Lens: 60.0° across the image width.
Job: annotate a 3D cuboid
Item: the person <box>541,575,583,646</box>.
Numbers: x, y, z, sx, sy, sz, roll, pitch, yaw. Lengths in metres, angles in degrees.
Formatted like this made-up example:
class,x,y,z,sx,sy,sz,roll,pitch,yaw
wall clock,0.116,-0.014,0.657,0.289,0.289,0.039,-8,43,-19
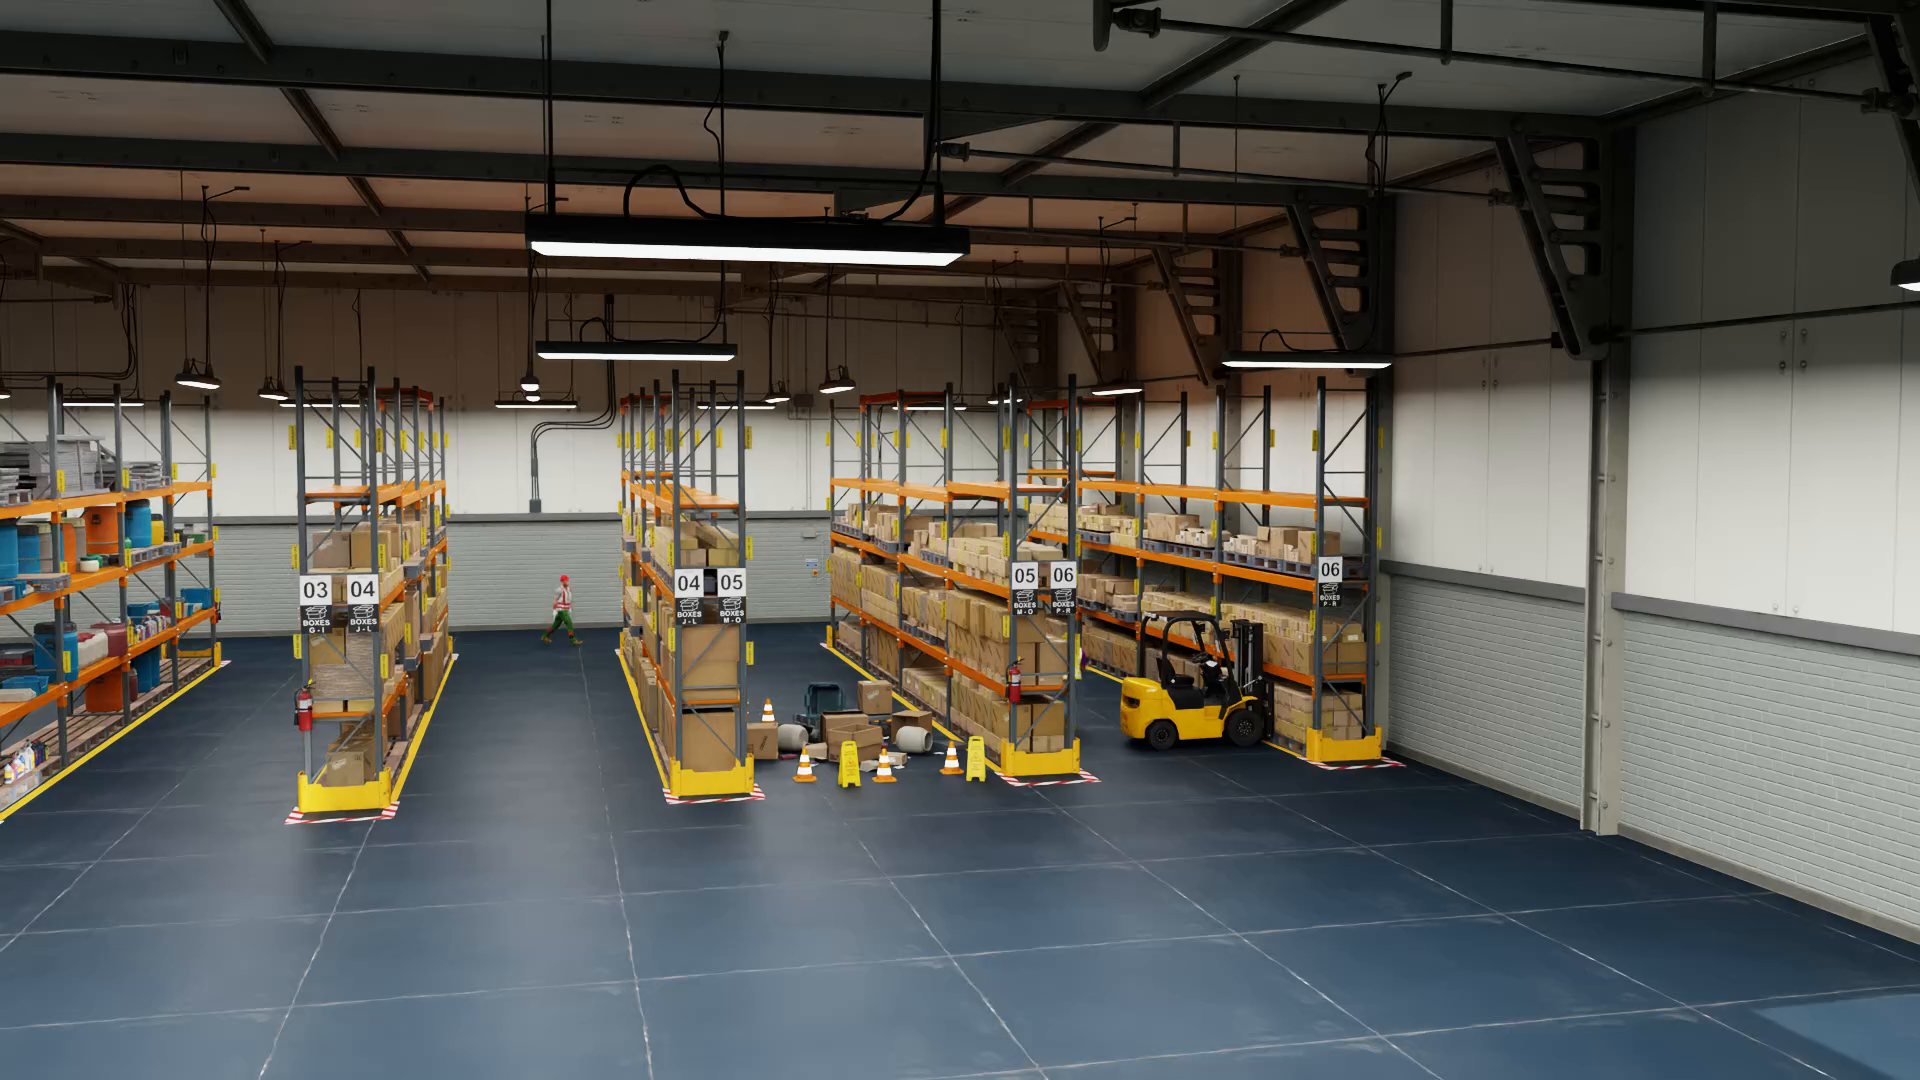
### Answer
class,x,y,z,sx,sy,sz,roll,pitch,yaw
person,-9.736,1.715,40.702,1.140,1.732,0.520,0,3,7

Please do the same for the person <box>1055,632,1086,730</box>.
class,x,y,z,sx,sy,sz,roll,pitch,yaw
person,1.882,2.441,29.062,0.686,1.668,0.776,-1,3,-12
